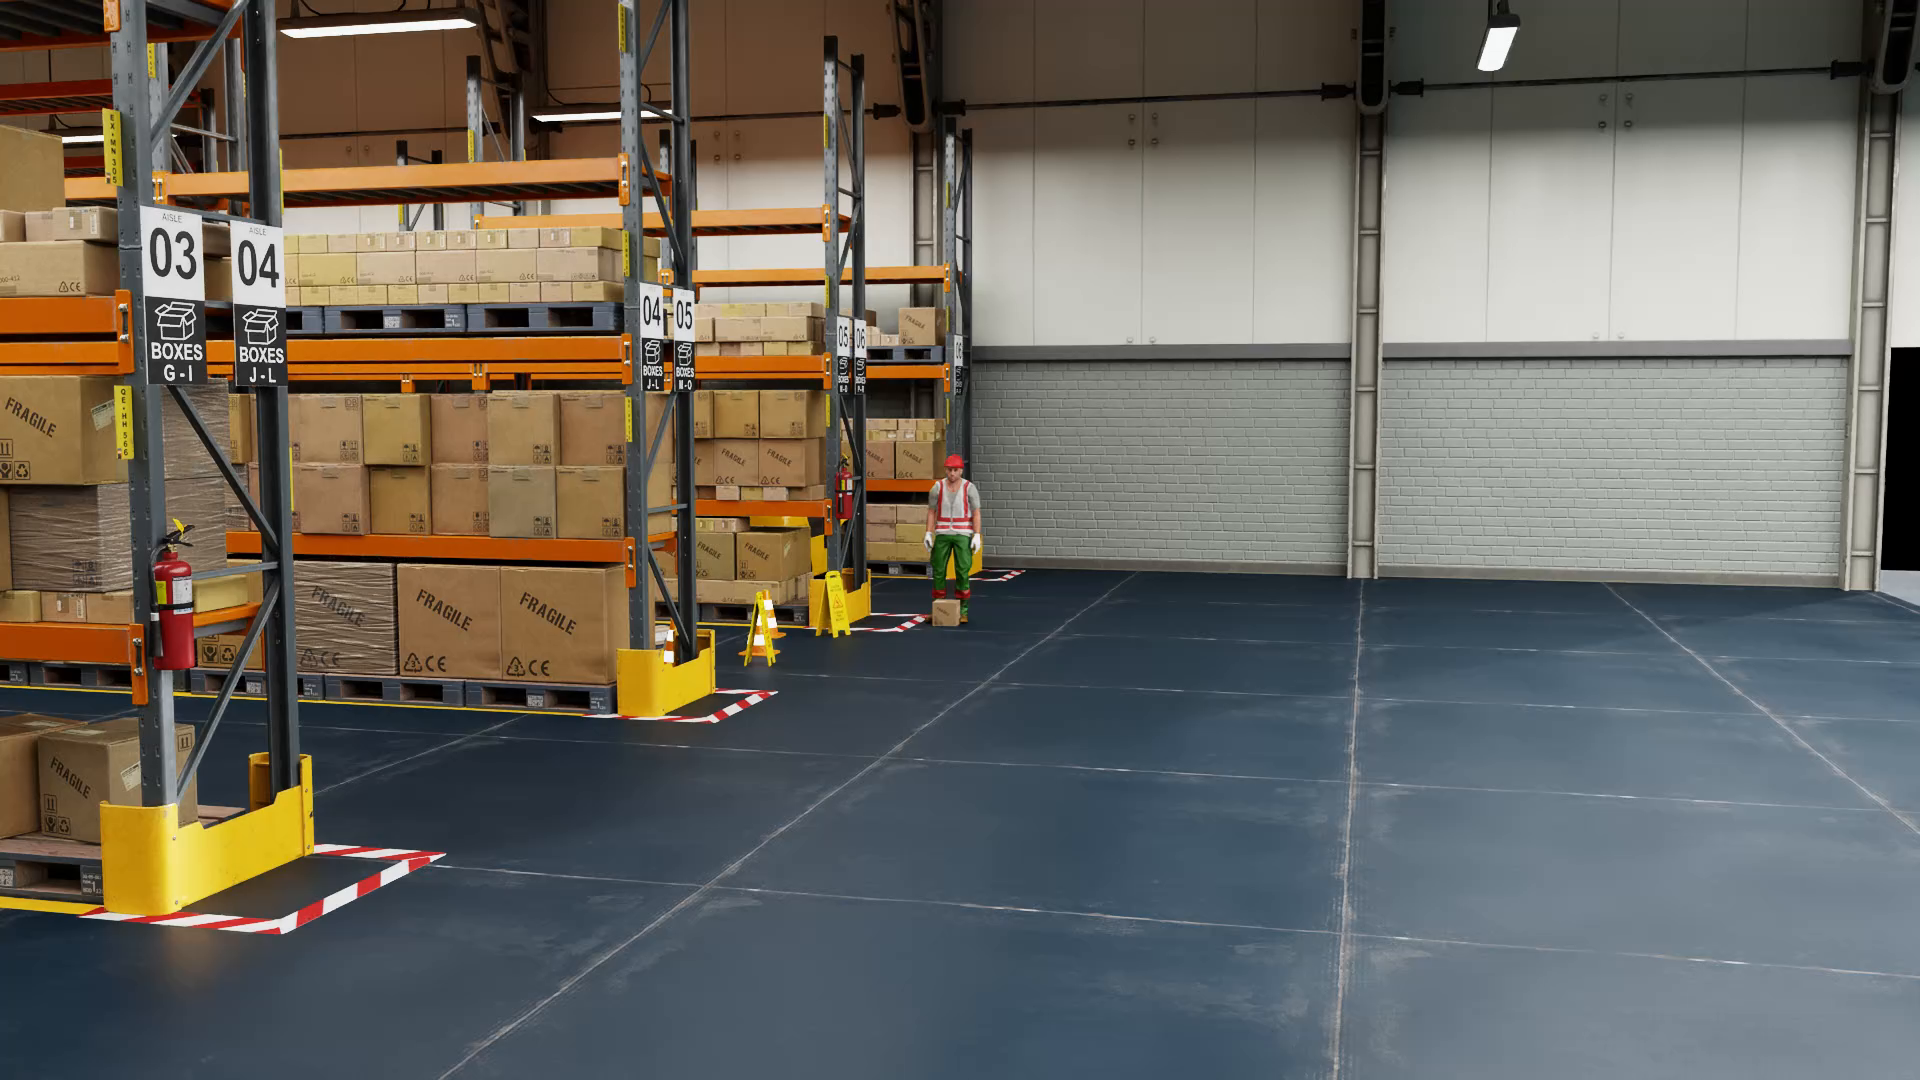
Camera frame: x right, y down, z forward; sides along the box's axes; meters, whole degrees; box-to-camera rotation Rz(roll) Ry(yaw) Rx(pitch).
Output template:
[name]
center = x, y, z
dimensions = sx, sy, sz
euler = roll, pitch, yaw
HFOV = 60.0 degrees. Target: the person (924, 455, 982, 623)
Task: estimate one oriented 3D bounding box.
[person]
center = -0.076, -0.015, 17.562
dimensions = 0.617, 1.778, 0.453
euler = 1, 5, 10
